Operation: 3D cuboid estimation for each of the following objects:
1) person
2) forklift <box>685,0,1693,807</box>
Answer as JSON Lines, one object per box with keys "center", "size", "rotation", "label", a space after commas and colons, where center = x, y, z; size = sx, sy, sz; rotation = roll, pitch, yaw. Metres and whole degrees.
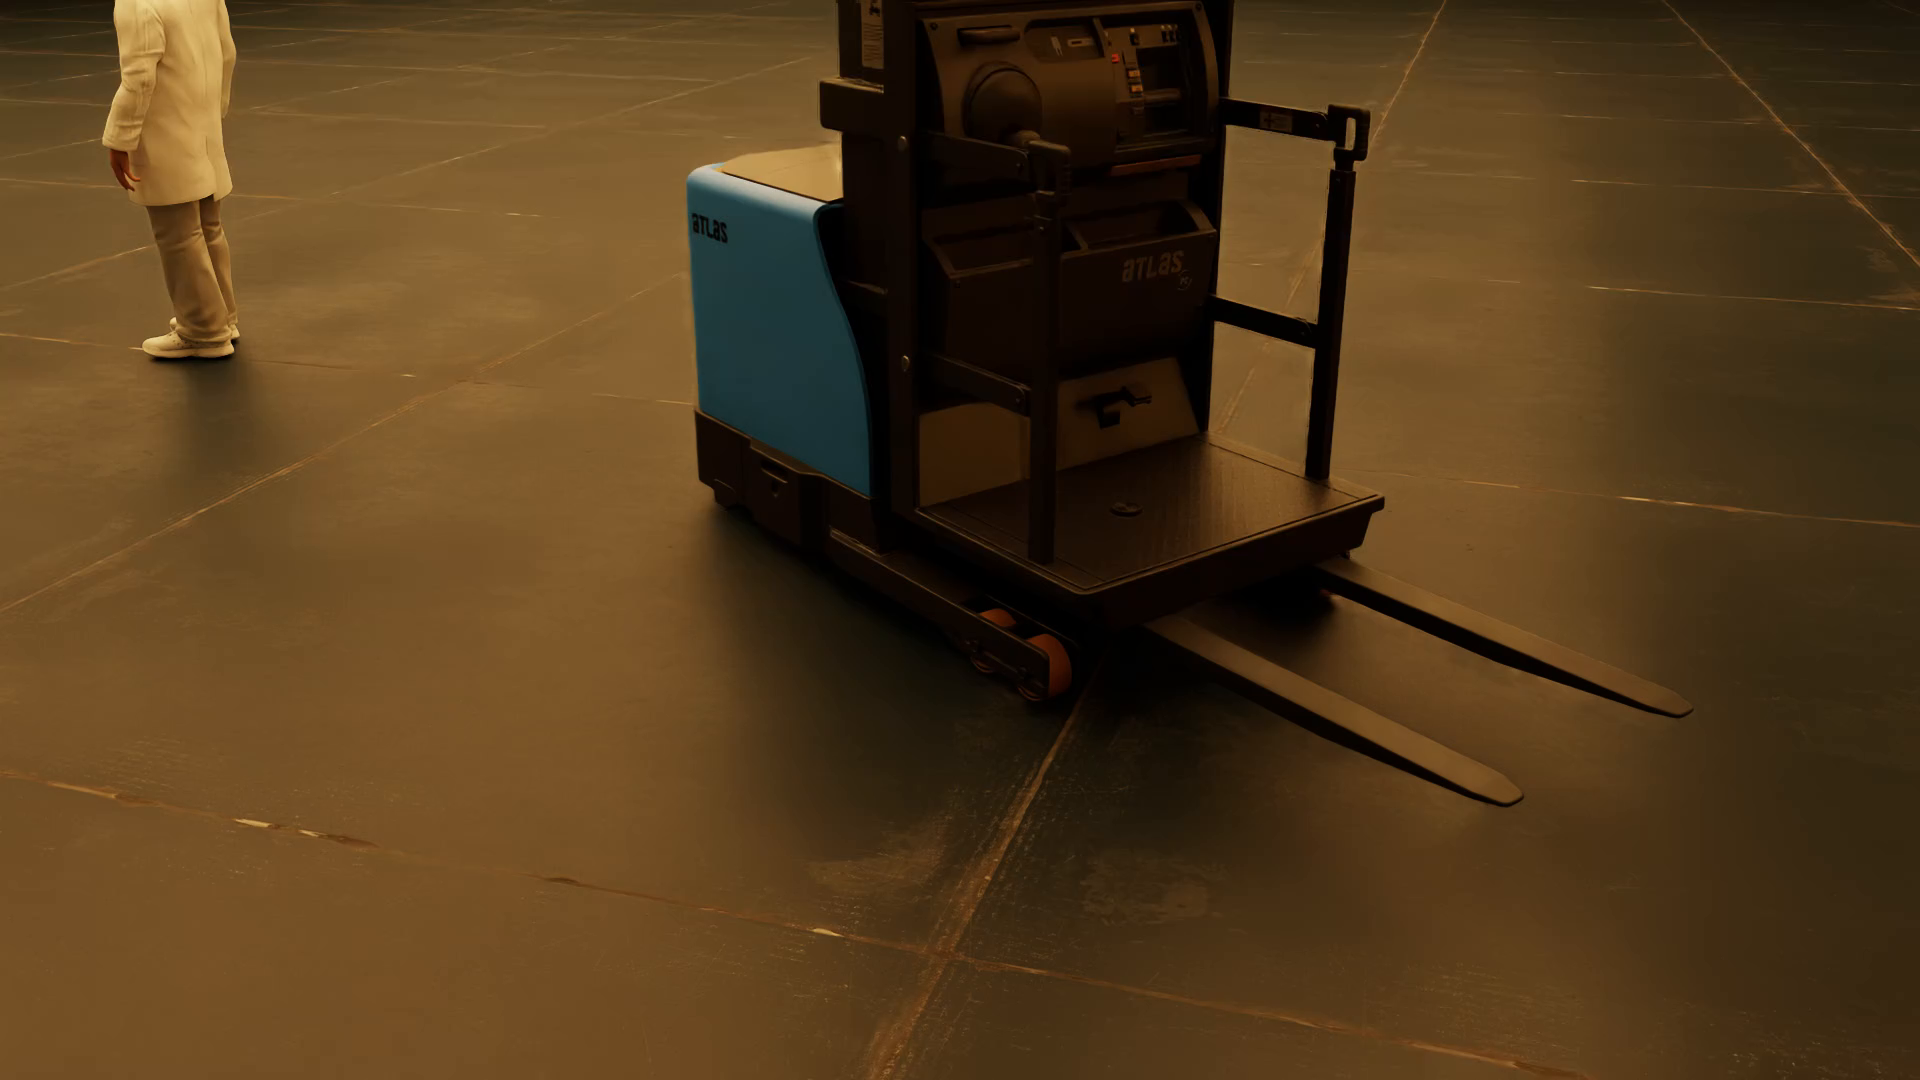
{"center": [-3.231, -1.607, 6.665], "size": [0.580, 1.777, 0.698], "rotation": [4, 23, 11], "label": "person"}
{"center": [0.432, -1.164, 4.100], "size": [1.130, 2.935, 3.031], "rotation": [-16, 27, -34], "label": "forklift"}
